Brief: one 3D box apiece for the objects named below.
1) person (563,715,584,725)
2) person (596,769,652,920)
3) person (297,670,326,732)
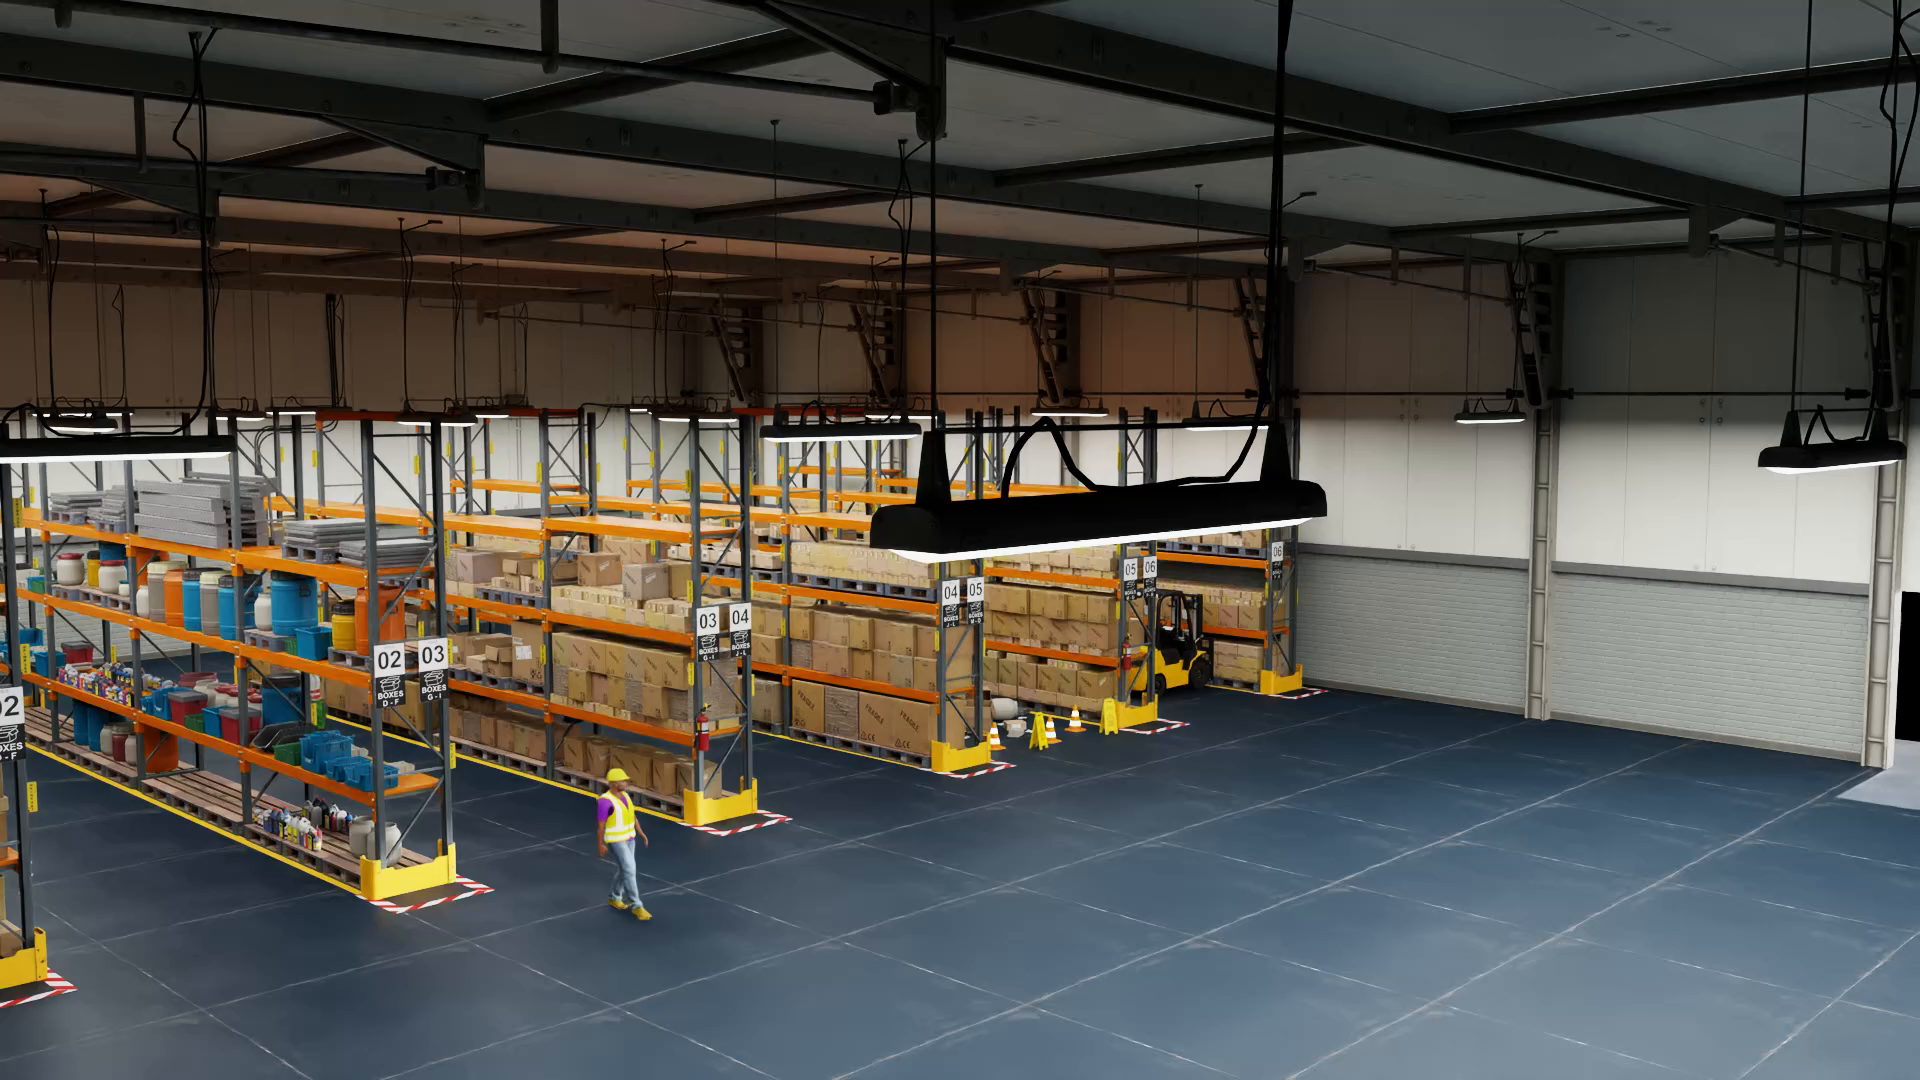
[{"bbox_3d":[-7.091,2.873,30.315,0.552,1.573,0.526,4,7,39],"label":"person"},{"bbox_3d":[-4.017,3.678,20.248,0.782,1.765,0.600,2,5,21],"label":"person"},{"bbox_3d":[-11.514,2.841,29.504,1.098,1.731,0.533,4,7,41],"label":"person"}]
